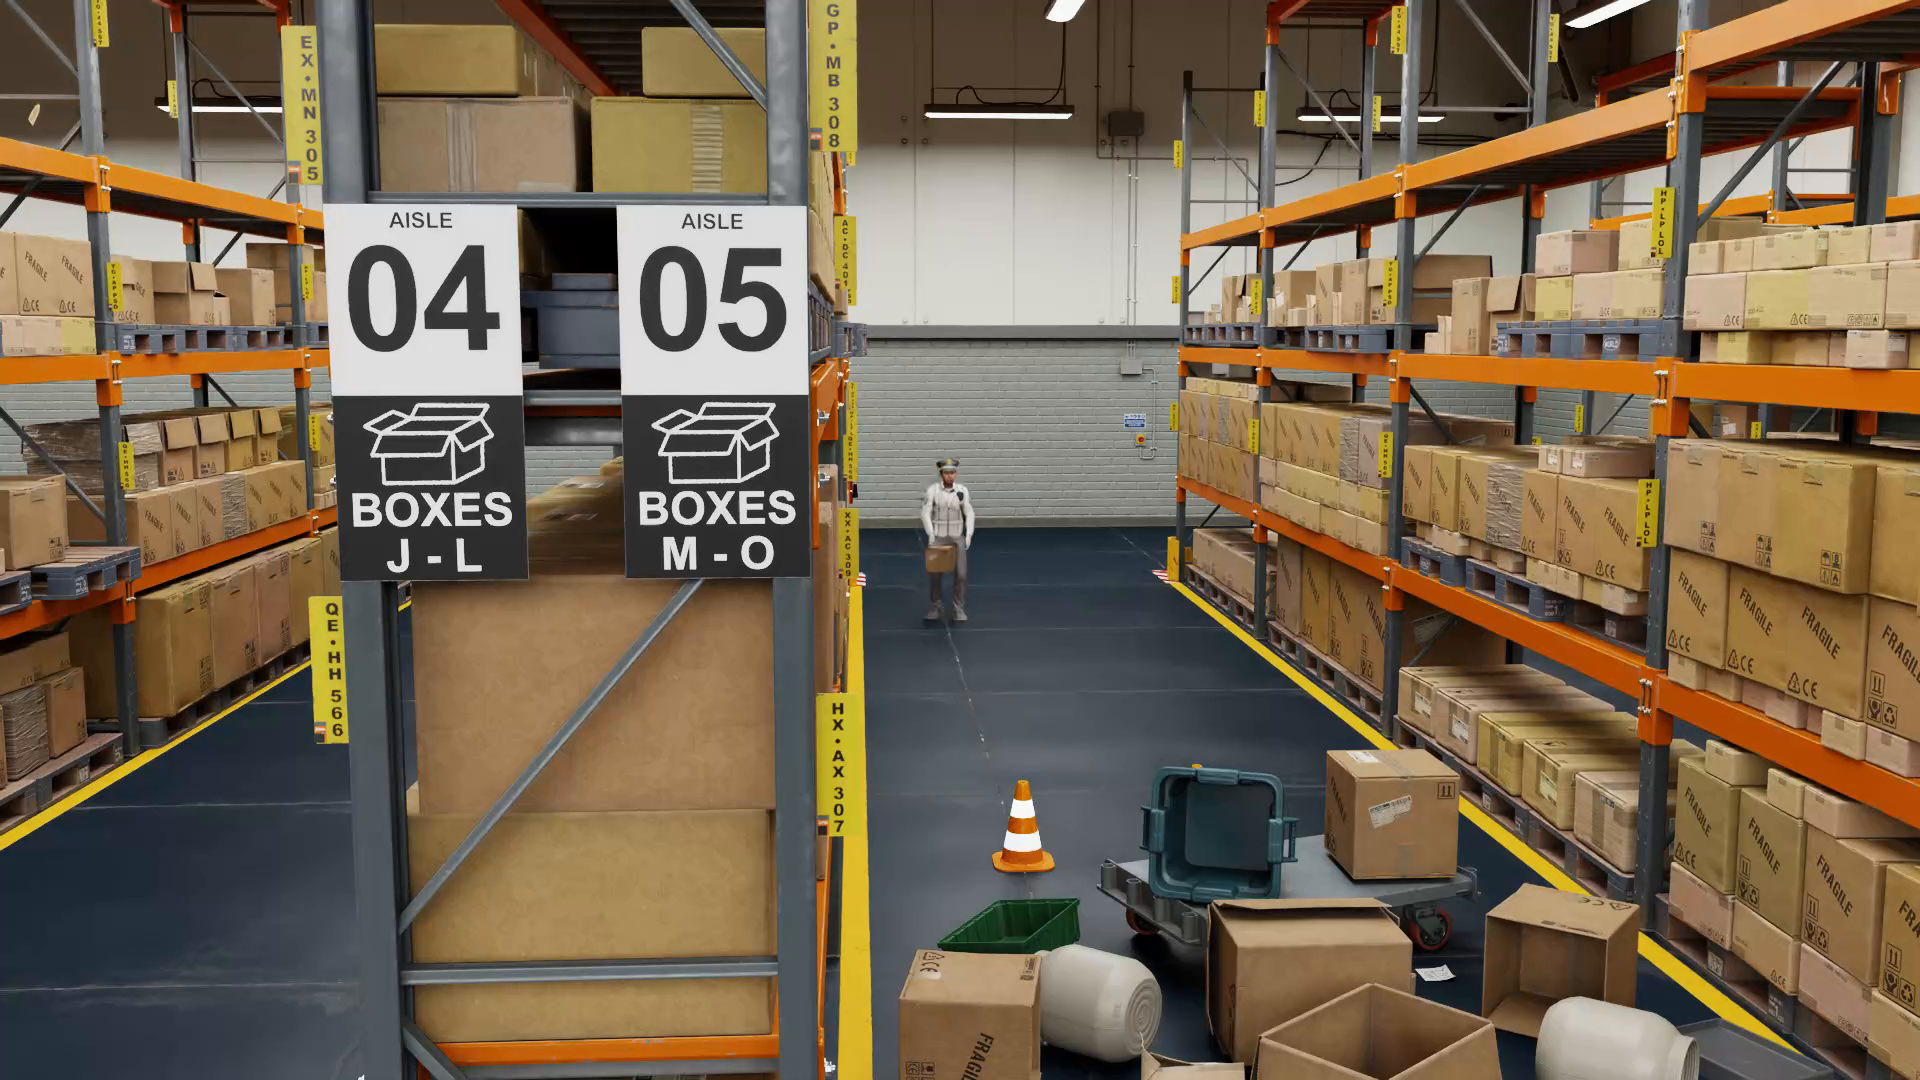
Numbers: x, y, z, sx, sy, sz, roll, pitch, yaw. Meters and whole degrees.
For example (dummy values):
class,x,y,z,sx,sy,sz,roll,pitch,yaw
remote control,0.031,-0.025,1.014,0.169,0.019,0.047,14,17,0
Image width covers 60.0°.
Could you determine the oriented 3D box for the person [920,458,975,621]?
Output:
class,x,y,z,sx,sy,sz,roll,pitch,yaw
person,-0.124,-0.008,17.232,0.572,1.685,0.442,-1,7,-5
